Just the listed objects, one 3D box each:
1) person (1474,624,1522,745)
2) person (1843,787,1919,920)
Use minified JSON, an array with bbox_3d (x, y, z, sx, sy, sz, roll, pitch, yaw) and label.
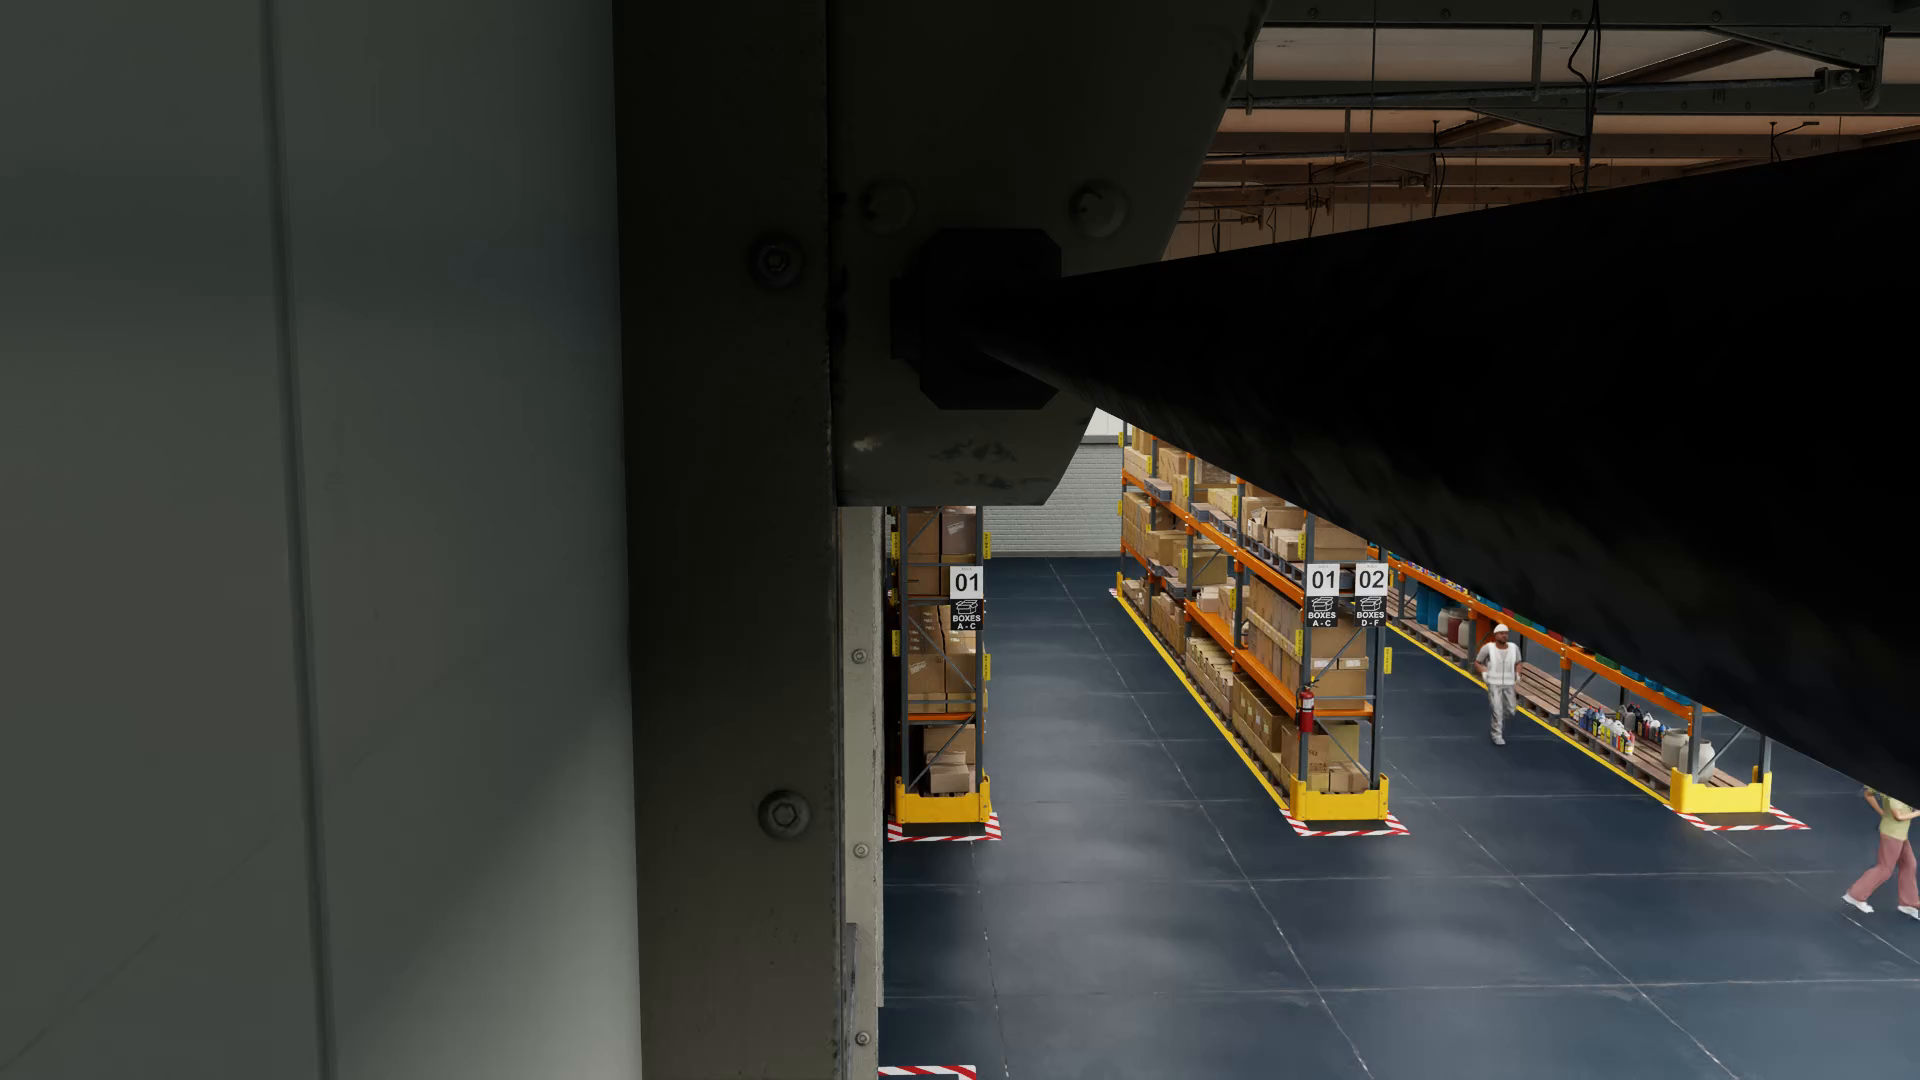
[{"bbox_3d":[7.841,2.081,24.206,0.685,1.735,0.675,0,8,0],"label":"person"},{"bbox_3d":[9.627,3.085,17.183,0.813,1.703,0.565,3,9,22],"label":"person"}]
